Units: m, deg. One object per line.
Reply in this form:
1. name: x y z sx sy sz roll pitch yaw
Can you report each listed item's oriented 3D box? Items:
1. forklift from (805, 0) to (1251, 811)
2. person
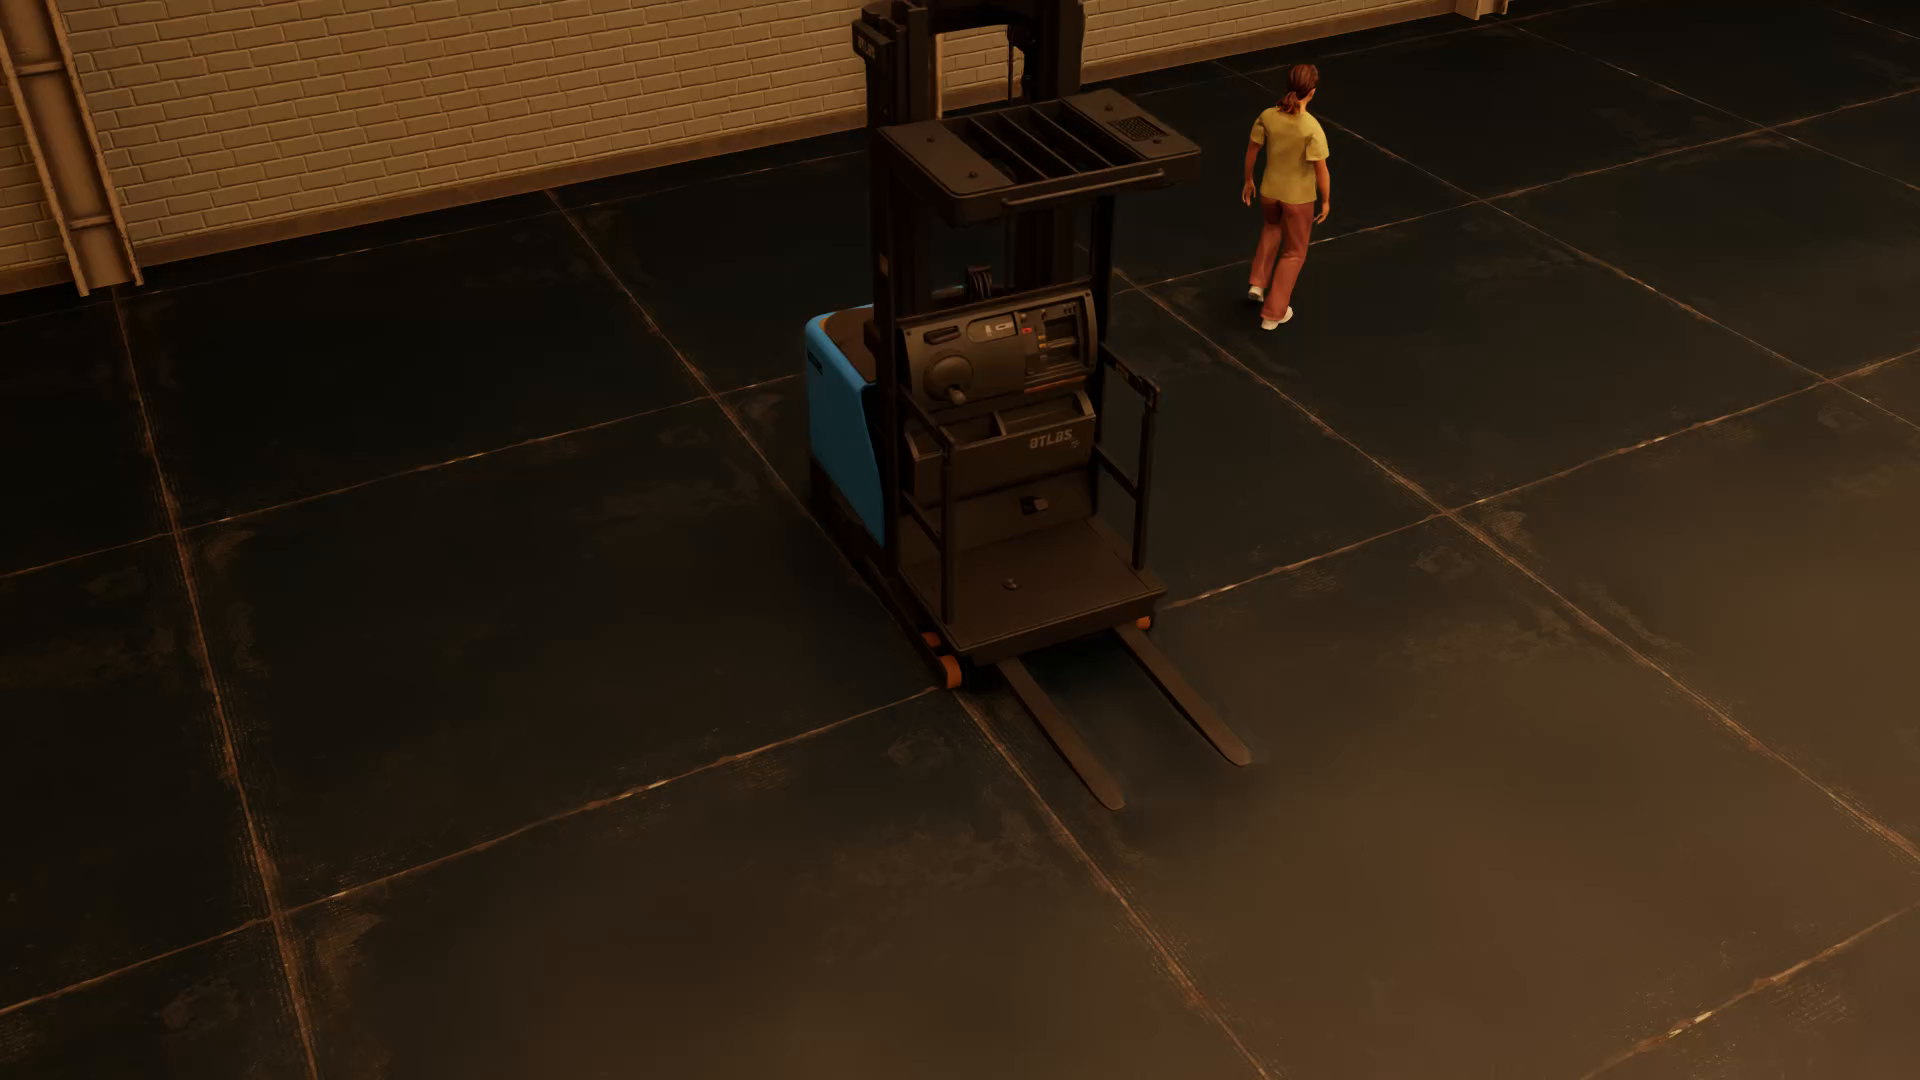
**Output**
1. forklift: 0.279 -0.792 7.244 1.130 2.935 3.031 -15 38 -20
2. person: 2.035 -2.117 10.257 0.569 1.688 0.489 26 43 32
